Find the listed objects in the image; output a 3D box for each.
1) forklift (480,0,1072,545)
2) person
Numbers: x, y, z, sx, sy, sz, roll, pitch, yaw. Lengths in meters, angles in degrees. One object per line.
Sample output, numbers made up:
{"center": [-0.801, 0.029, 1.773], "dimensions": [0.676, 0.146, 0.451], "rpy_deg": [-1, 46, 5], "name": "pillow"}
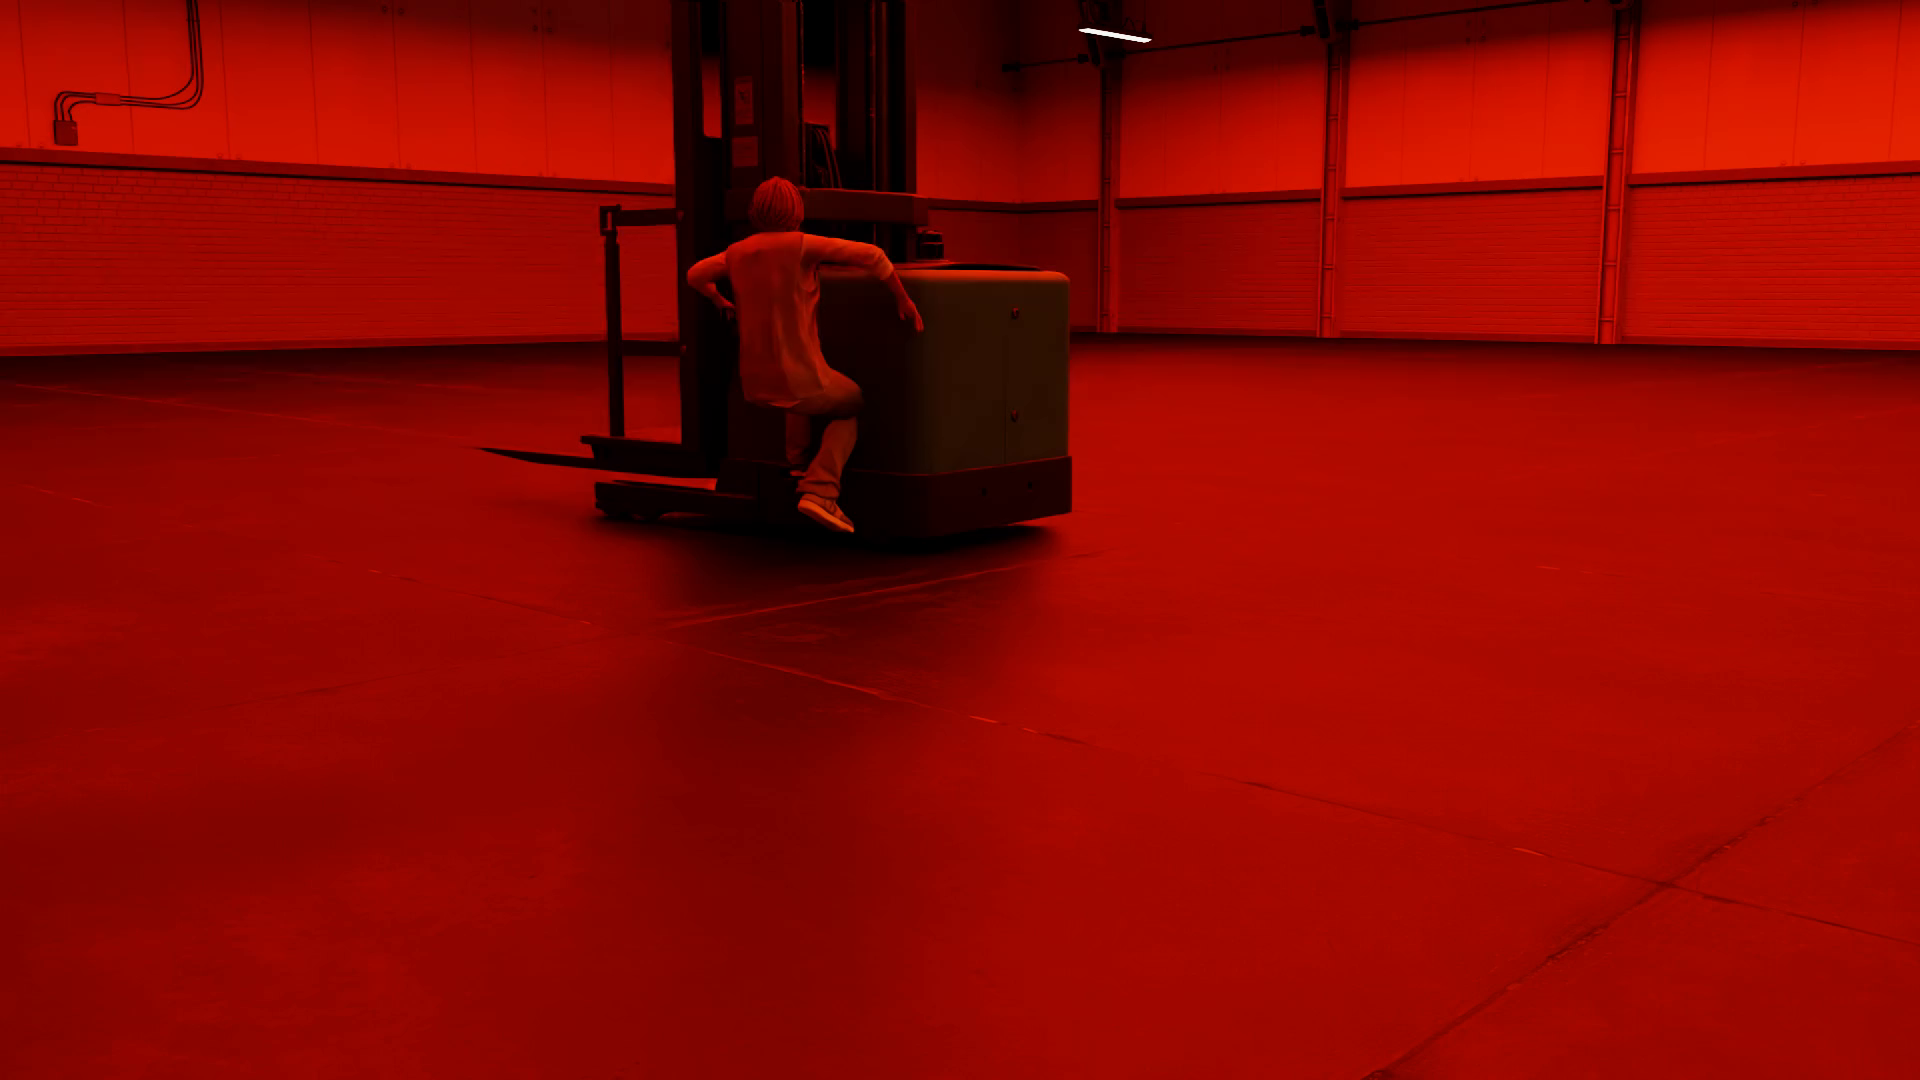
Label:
{"center": [-0.993, -1.582, 7.382], "dimensions": [3.031, 2.935, 1.130], "rpy_deg": [7, 11, 38], "name": "forklift"}
{"center": [-0.578, -0.679, 6.383], "dimensions": [0.963, 1.318, 0.720], "rpy_deg": [4, 9, 25], "name": "person"}
